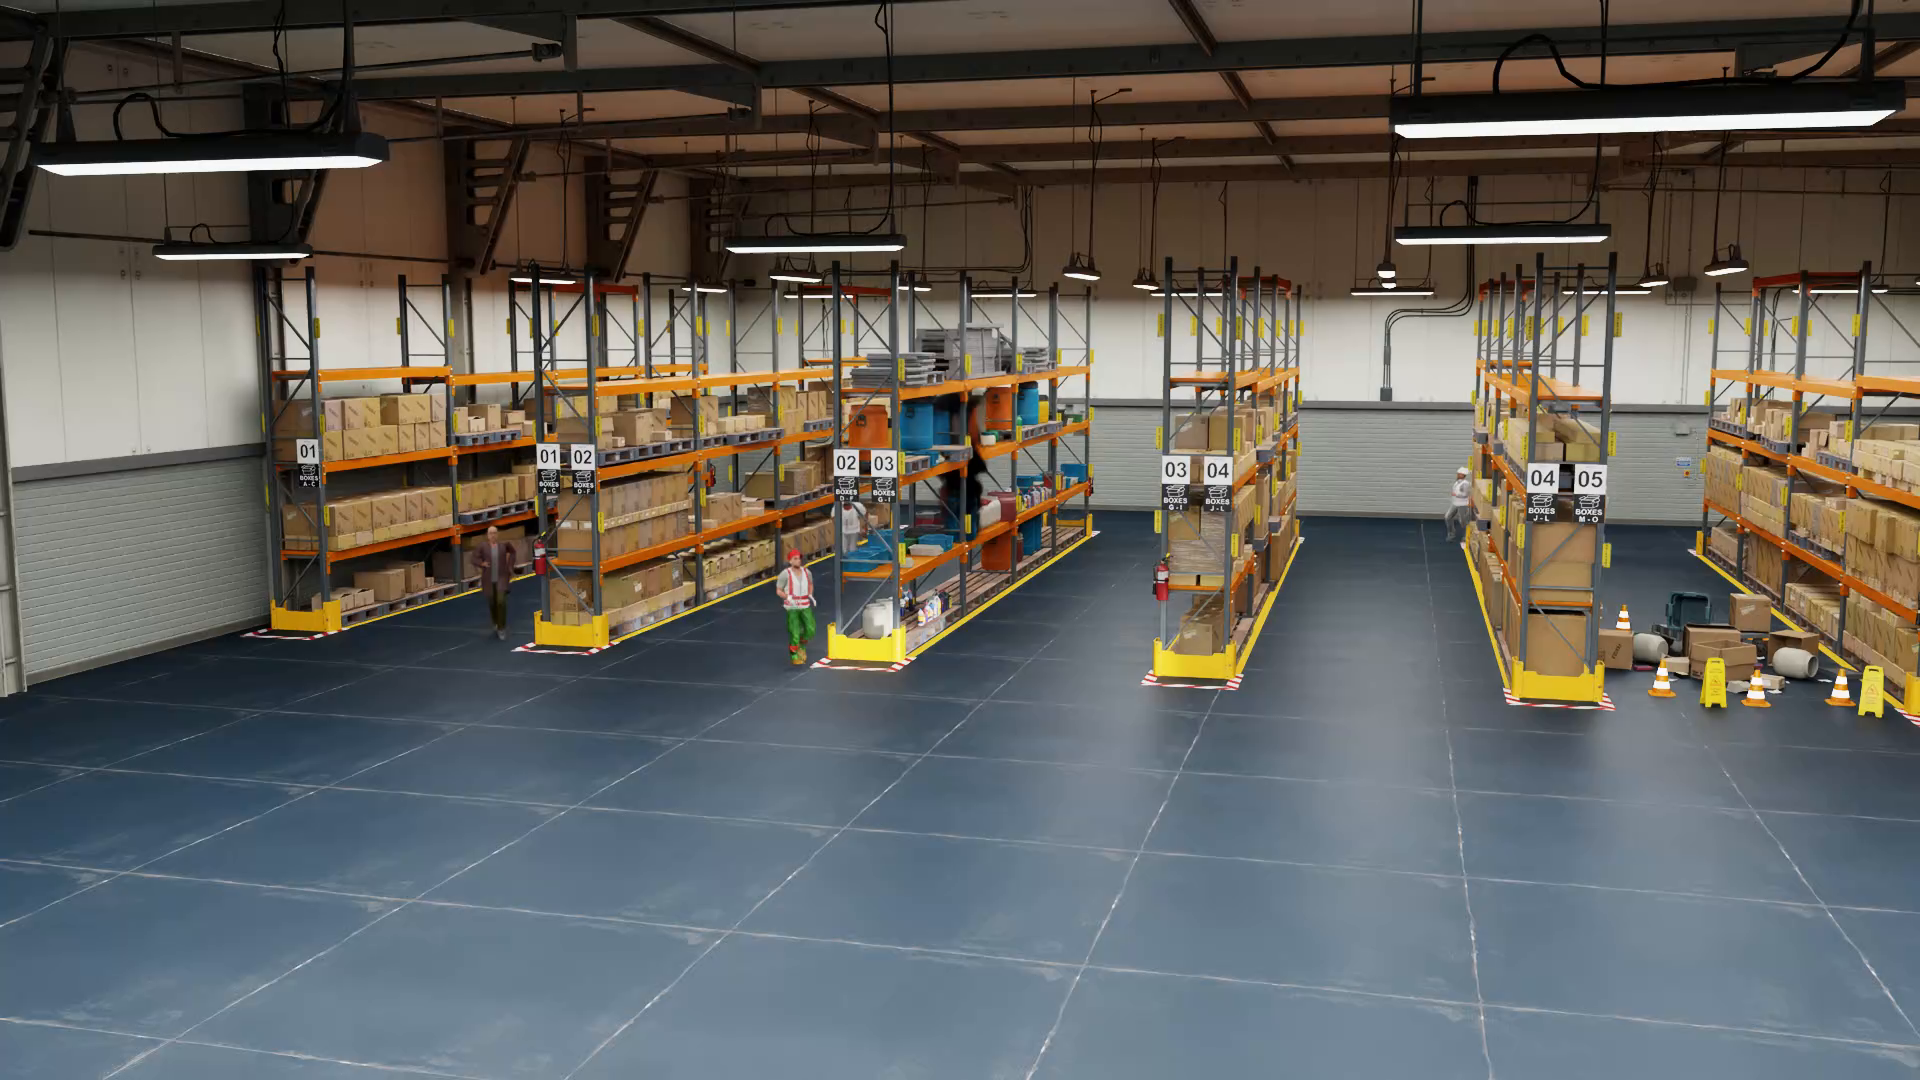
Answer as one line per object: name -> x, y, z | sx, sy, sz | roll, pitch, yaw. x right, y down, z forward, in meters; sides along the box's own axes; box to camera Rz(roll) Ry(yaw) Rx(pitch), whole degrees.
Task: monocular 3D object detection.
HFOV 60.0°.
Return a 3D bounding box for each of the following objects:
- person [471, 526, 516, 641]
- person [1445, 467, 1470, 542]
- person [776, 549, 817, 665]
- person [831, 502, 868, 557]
person -> -7.592, 0.681, 27.107 | 0.689, 1.834, 0.882 | -1, 7, -10
person -> 11.801, -0.803, 39.097 | 0.734, 1.822, 0.635 | -2, 7, -13
person -> -2.378, 1.007, 24.623 | 0.628, 1.739, 0.580 | -4, 8, -28
person -> -2.127, -0.143, 31.937 | 0.690, 1.659, 0.738 | 1, 7, 10
